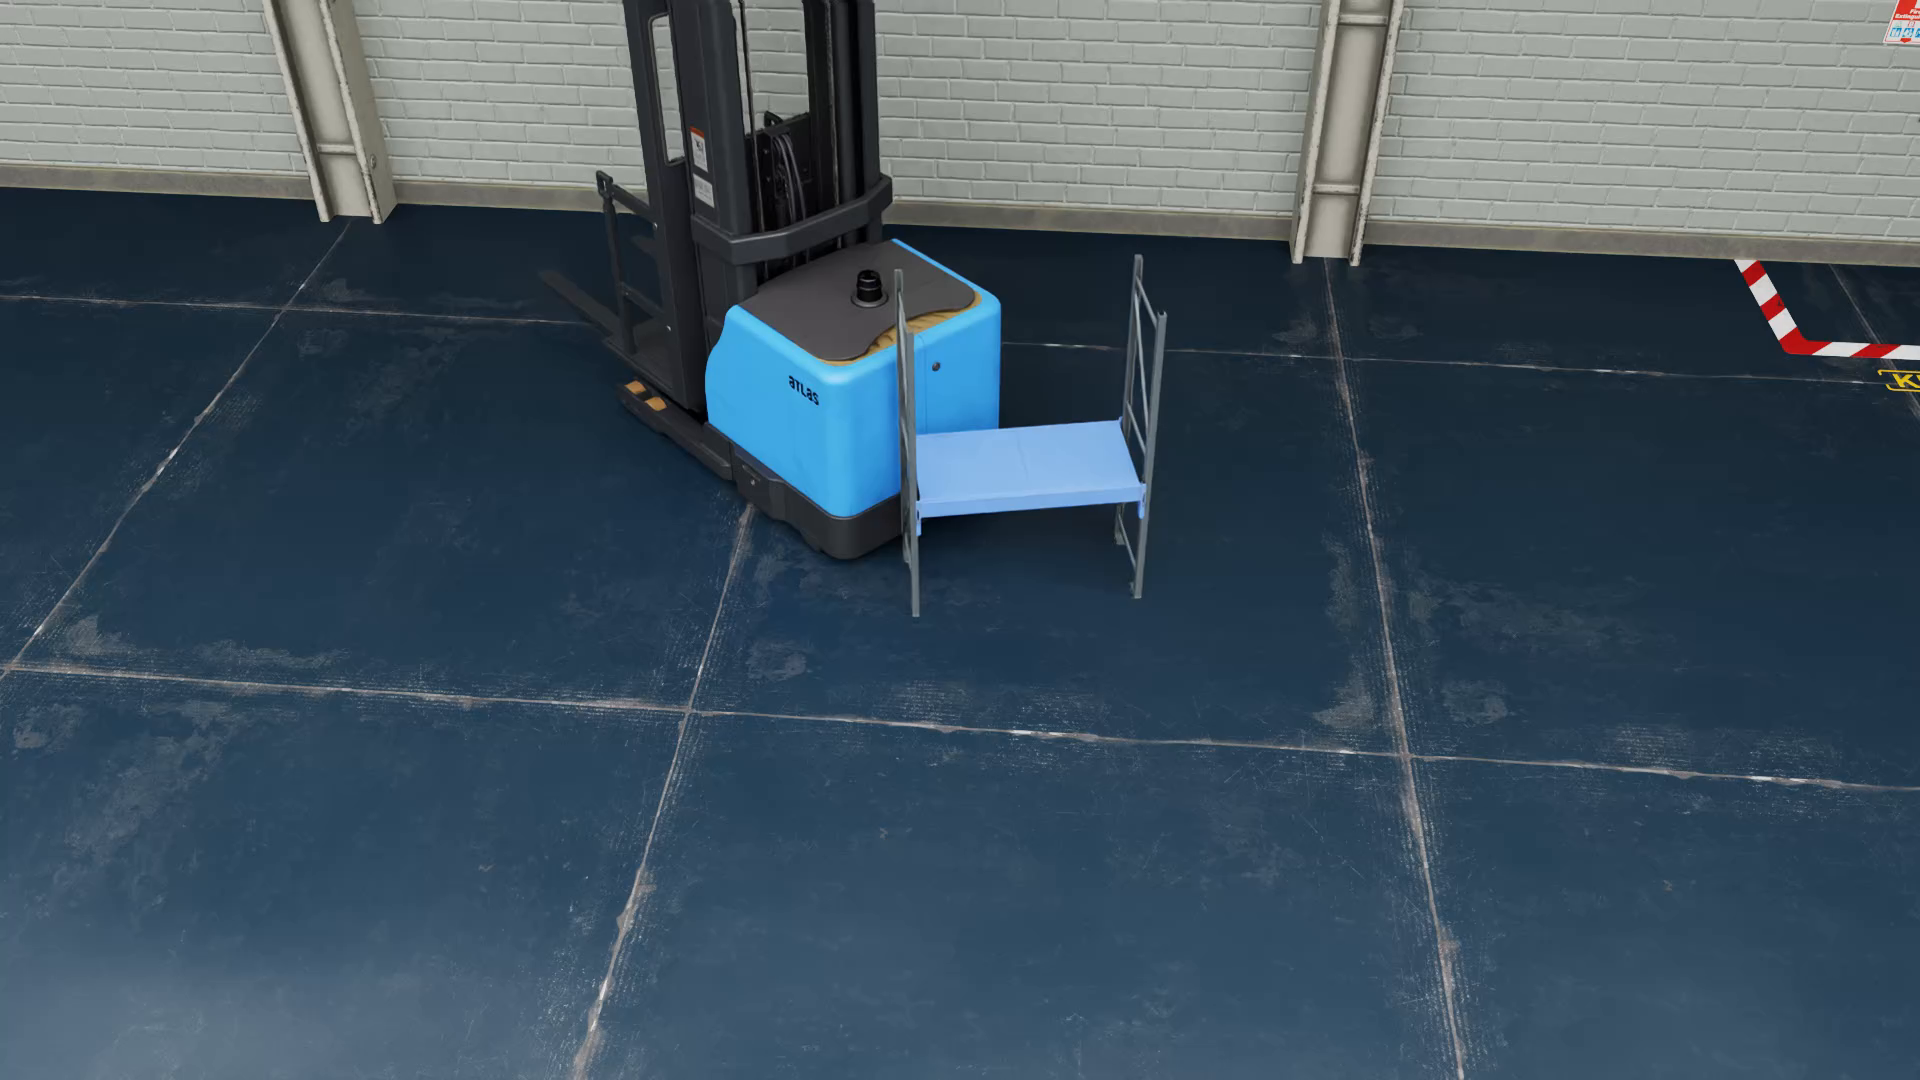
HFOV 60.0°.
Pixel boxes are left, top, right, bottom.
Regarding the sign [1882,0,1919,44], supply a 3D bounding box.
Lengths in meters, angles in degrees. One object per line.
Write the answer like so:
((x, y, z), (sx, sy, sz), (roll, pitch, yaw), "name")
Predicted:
((5.178, -2.849, 9.016), (0.234, 0.329, 0.001), (3, 39, 4), "sign")

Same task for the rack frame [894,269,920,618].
((-0.228, -0.389, 7.211), (0.032, 1.500, 0.500), (-4, 39, -5), "rack frame")

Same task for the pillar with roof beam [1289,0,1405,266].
((1.830, -2.528, 3.897), (0.400, 9.000, 9.100), (3, 39, 4), "pillar with roof beam")

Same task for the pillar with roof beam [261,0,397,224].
((-4.148, -2.854, 4.299), (0.400, 9.000, 9.100), (3, 39, 4), "pillar with roof beam")

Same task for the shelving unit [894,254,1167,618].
((0.277, -0.429, 7.259), (1.048, 1.500, 0.538), (-4, 39, -5), "shelving unit")

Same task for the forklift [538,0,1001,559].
((-1.144, -1.900, 7.933), (1.130, 2.935, 3.031), (-29, 47, -31), "forklift")

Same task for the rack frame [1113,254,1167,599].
((0.781, -0.468, 7.307), (0.032, 1.500, 0.500), (-4, 39, -5), "rack frame")

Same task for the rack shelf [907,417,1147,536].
((0.277, -0.289, 7.373), (1.000, 0.185, 0.538), (-4, 39, -5), "rack shelf")
